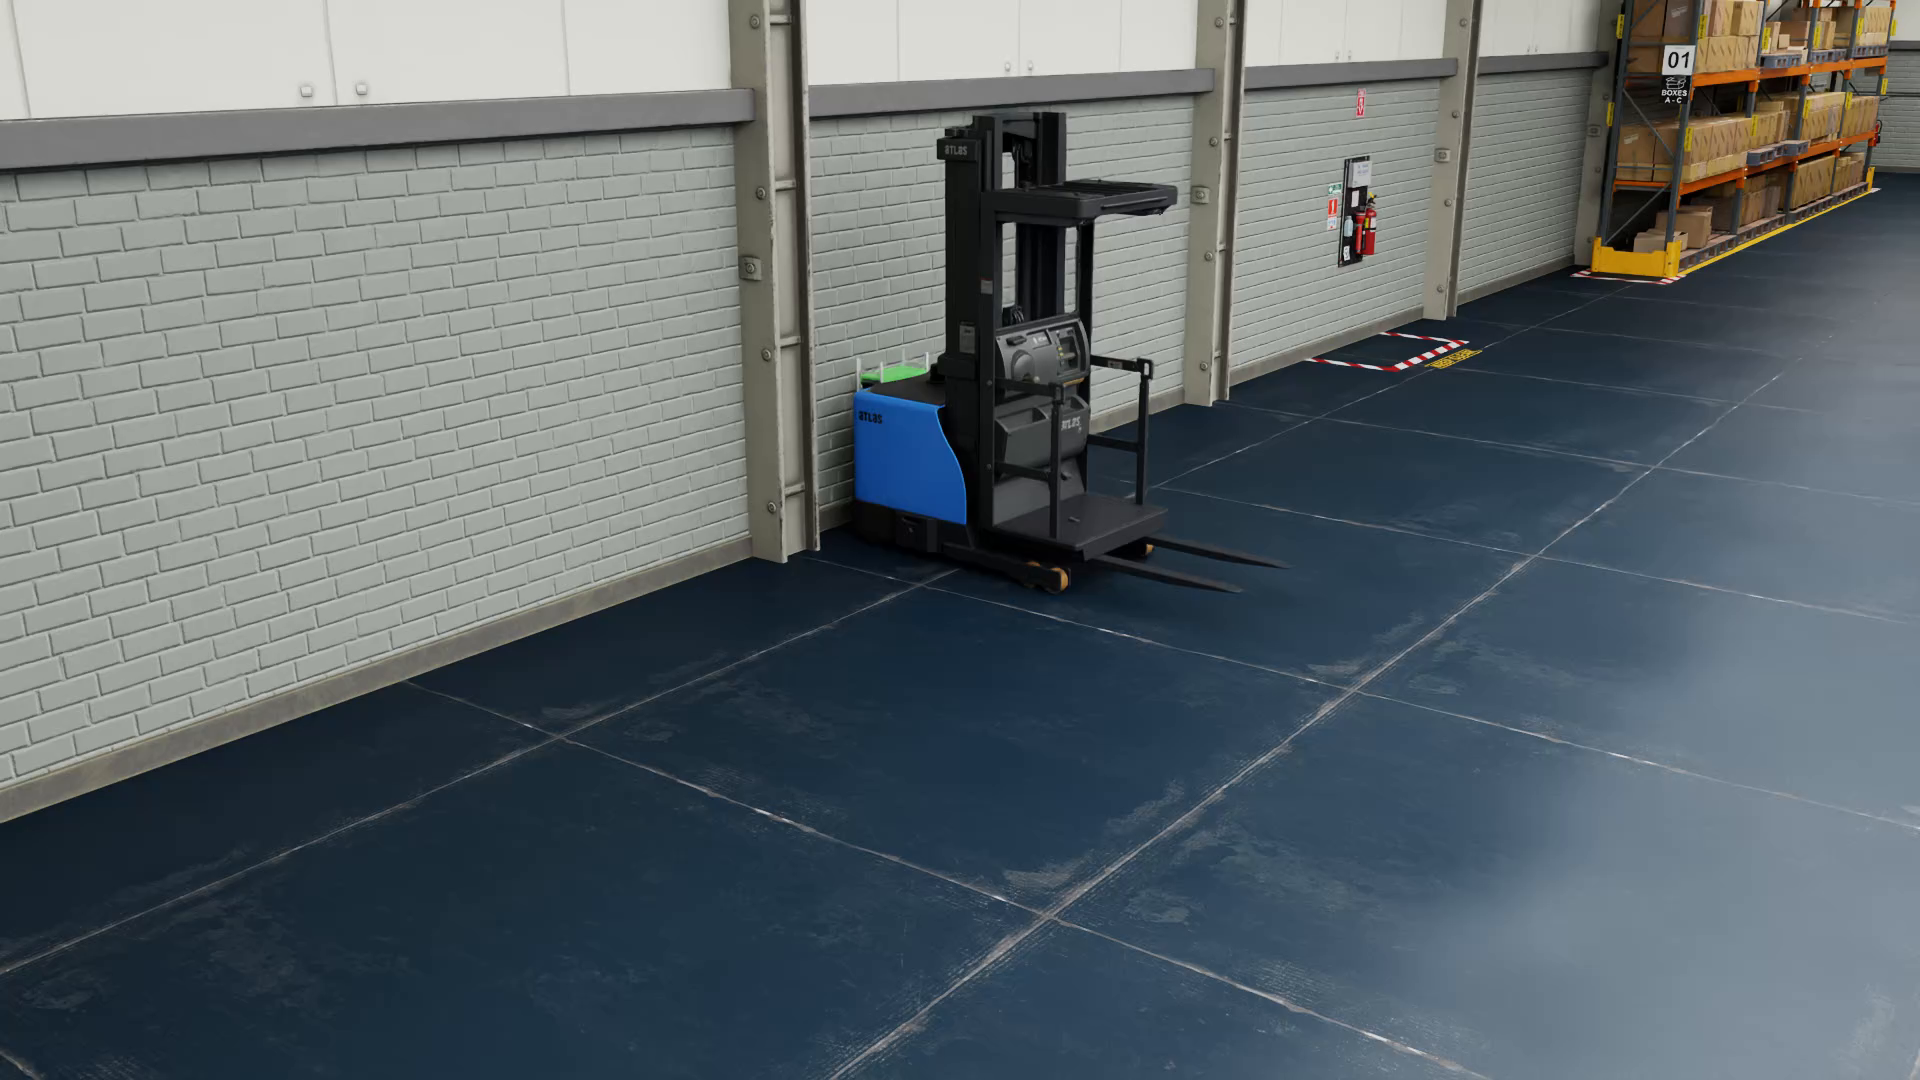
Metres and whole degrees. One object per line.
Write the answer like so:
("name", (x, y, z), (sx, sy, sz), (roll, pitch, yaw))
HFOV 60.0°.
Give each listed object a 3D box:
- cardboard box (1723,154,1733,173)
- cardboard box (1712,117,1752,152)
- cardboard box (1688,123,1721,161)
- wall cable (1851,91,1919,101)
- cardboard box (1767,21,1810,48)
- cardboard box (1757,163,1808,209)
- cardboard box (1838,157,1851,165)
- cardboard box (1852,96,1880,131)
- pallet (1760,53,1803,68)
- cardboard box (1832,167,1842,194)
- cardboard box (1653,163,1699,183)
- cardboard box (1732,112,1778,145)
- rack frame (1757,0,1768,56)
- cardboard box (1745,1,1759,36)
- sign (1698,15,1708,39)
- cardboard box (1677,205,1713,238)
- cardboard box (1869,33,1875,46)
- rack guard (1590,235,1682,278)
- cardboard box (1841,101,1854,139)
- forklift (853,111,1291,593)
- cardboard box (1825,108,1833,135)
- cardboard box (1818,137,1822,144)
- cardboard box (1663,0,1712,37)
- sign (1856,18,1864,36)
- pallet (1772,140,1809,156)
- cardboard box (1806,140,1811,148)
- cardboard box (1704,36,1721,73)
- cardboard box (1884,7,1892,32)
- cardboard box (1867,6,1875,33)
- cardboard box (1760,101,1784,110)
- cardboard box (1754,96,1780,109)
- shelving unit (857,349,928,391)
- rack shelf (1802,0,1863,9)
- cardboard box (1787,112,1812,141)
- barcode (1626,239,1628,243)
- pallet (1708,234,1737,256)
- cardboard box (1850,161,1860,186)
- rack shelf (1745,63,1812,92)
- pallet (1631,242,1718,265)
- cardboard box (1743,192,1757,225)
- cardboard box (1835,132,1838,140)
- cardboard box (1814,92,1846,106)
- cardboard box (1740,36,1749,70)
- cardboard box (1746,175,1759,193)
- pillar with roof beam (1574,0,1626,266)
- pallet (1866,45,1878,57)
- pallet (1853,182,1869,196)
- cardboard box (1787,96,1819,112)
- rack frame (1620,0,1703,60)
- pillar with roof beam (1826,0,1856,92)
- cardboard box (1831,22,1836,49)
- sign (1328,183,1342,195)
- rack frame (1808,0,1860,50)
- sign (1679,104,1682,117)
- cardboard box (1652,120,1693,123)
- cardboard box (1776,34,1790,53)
("cardboard box", (11.550, -5.800, 25.583), (0.500, 0.250, 0.500), (12, 21, 34))
("cardboard box", (12.147, -6.397, 26.241), (0.500, 0.500, 0.500), (12, 21, 35))
("cardboard box", (10.938, -5.910, 24.672), (0.500, 0.500, 0.500), (12, 21, 33))
("wall cable", (22.987, -11.793, 39.780), (3.097, 2.526, 0.112), (12, 21, 35))
("cardboard box", (14.801, -9.035, 29.812), (0.700, 0.500, 0.500), (11, 20, 30))
("cardboard box", (15.107, -6.547, 30.685), (0.750, 0.750, 0.750), (12, 21, 34))
("cardboard box", (18.136, -7.824, 34.294), (0.380, 0.149, 0.250), (12, 21, 33))
("cardboard box", (19.034, -9.146, 35.633), (0.980, 0.700, 0.700), (14, 22, 37))
("pallet", (13.249, -7.987, 27.664), (1.213, 0.211, 1.003), (12, 21, 35))
("cardboard box", (17.475, -7.341, 33.831), (0.700, 0.500, 0.500), (13, 21, 35))
("cardboard box", (10.342, -5.314, 24.016), (0.500, 0.250, 0.500), (12, 21, 33))
("cardboard box", (13.567, -7.065, 28.525), (0.700, 0.500, 0.500), (12, 21, 35))
("rack frame", (12.180, -9.133, 25.981), (1.000, 3.000, 0.127), (12, 21, 35))
("cardboard box", (11.779, -7.935, 25.293), (0.500, 0.500, 0.500), (14, 22, 38))
("sign", (10.233, -7.070, 22.920), (0.100, 0.325, 0.005), (12, 21, 35))
("cardboard box", (11.594, -5.030, 26.358), (0.500, 0.500, 0.500), (11, 20, 31))
("cardboard box", (18.185, -10.143, 33.668), (0.500, 0.250, 0.500), (12, 21, 33))
("rack guard", (9.842, -4.140, 24.232), (1.175, 0.500, 0.348), (12, 21, 35))
("cardboard box", (17.283, -8.443, 33.369), (0.980, 0.700, 0.700), (13, 21, 36))
("forklift", (0.709, -1.234, 10.776), (3.031, 2.935, 1.130), (14, 22, 37))
("cardboard box", (16.272, -7.977, 31.670), (0.500, 0.500, 0.500), (12, 21, 35))
("cardboard box", (16.180, -7.638, 31.671), (0.380, 0.149, 0.250), (12, 21, 33))
("cardboard box", (10.221, -7.332, 23.350), (0.500, 0.500, 0.500), (11, 20, 31))
("sign", (17.388, -9.910, 32.137), (0.100, 0.325, 0.005), (12, 21, 35))
("pallet", (14.224, -6.941, 29.360), (1.213, 0.211, 1.003), (12, 21, 35))
("cardboard box", (15.329, -7.255, 30.438), (0.380, 0.149, 0.250), (13, 22, 36))
("cardboard box", (10.545, -6.963, 23.846), (0.500, 0.500, 0.500), (14, 22, 38))
("cardboard box", (19.113, -10.871, 34.747), (0.500, 0.500, 0.500), (12, 21, 35))
("cardboard box", (17.898, -10.385, 33.181), (0.500, 0.500, 0.500), (12, 21, 34))
("cardboard box", (14.382, -7.701, 29.481), (0.380, 0.149, 0.250), (9, 20, 28))
("cardboard box", (14.625, -7.932, 30.261), (0.500, 0.250, 0.500), (13, 22, 36))
("shelving unit", (-0.484, -0.754, 12.149), (0.258, 1.200, 0.503), (14, 22, 37))
("rack shelf", (15.755, -10.028, 30.749), (1.077, 0.370, 4.000), (12, 21, 35))
("cardboard box", (15.058, -7.491, 30.104), (0.500, 0.500, 0.500), (13, 22, 36))
("barcode", (9.971, -4.470, 24.856), (0.001, 0.075, 0.075), (12, 21, 35))
("pallet", (11.808, -4.770, 26.749), (1.003, 0.211, 1.213), (12, 21, 35))
("cardboard box", (18.695, -7.830, 35.406), (0.700, 0.500, 0.500), (12, 21, 35))
("rack shelf", (13.372, -7.834, 28.067), (1.077, 0.370, 4.000), (12, 21, 35))
("pallet", (11.082, -4.479, 25.810), (1.003, 0.211, 1.213), (12, 21, 35))
("cardboard box", (13.209, -5.709, 28.544), (0.700, 0.500, 0.500), (13, 21, 35))
("cardboard box", (16.973, -7.933, 32.621), (0.380, 0.149, 0.250), (13, 21, 35))
("cardboard box", (16.874, -8.575, 32.330), (0.500, 0.250, 0.500), (13, 22, 36))
("cardboard box", (11.766, -7.476, 25.500), (0.500, 0.500, 0.500), (10, 20, 30))
("cardboard box", (13.484, -6.167, 28.753), (0.500, 0.250, 0.500), (12, 21, 34))
("pillar with roof beam", (12.976, -7.740, 21.493), (9.100, 9.000, 0.400), (12, 21, 35))
("pallet", (18.170, -10.046, 34.128), (1.003, 0.211, 1.213), (12, 21, 35))
("pallet", (18.916, -7.590, 35.831), (1.003, 0.211, 1.213), (12, 21, 35))
("cardboard box", (15.361, -7.969, 30.380), (0.500, 0.250, 0.500), (12, 21, 34))
("rack frame", (9.797, -8.181, 22.914), (1.000, 3.000, 0.127), (12, 21, 35))
("pillar with roof beam", (23.701, -12.027, 35.298), (9.100, 9.000, 0.400), (12, 21, 35))
("cardboard box", (16.334, -9.674, 31.870), (0.700, 0.500, 0.500), (11, 20, 32))
("sign", (4.039, -3.780, 17.906), (0.001, 0.109, 0.331), (12, 21, 35))
("rack frame", (16.947, -11.039, 32.117), (1.000, 3.000, 0.127), (12, 21, 35))
("sign", (11.732, -6.919, 27.012), (0.100, 0.325, 0.005), (12, 21, 35))
("cardboard box", (10.819, -6.123, 25.359), (0.500, 0.500, 0.500), (13, 21, 35))
("cardboard box", (13.717, -8.420, 28.534), (0.797, 0.503, 0.637), (16, 24, 42))
